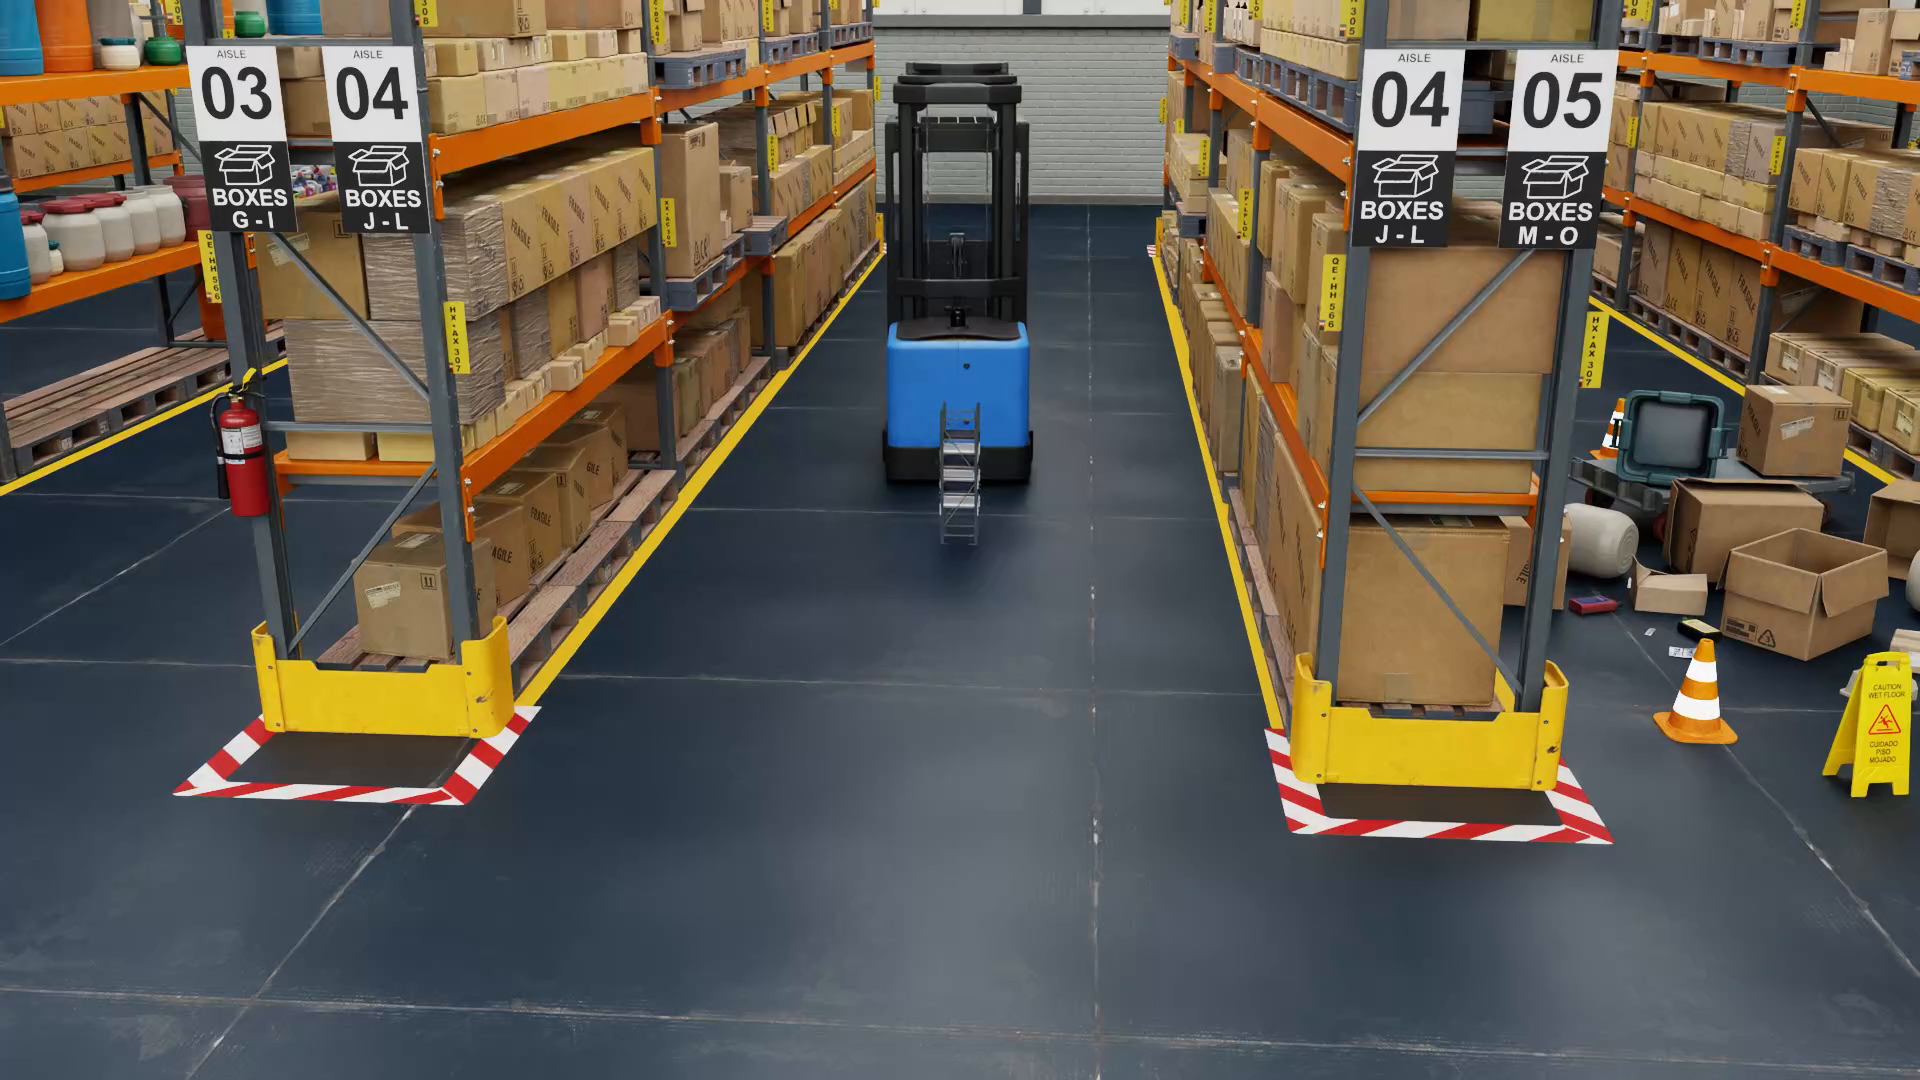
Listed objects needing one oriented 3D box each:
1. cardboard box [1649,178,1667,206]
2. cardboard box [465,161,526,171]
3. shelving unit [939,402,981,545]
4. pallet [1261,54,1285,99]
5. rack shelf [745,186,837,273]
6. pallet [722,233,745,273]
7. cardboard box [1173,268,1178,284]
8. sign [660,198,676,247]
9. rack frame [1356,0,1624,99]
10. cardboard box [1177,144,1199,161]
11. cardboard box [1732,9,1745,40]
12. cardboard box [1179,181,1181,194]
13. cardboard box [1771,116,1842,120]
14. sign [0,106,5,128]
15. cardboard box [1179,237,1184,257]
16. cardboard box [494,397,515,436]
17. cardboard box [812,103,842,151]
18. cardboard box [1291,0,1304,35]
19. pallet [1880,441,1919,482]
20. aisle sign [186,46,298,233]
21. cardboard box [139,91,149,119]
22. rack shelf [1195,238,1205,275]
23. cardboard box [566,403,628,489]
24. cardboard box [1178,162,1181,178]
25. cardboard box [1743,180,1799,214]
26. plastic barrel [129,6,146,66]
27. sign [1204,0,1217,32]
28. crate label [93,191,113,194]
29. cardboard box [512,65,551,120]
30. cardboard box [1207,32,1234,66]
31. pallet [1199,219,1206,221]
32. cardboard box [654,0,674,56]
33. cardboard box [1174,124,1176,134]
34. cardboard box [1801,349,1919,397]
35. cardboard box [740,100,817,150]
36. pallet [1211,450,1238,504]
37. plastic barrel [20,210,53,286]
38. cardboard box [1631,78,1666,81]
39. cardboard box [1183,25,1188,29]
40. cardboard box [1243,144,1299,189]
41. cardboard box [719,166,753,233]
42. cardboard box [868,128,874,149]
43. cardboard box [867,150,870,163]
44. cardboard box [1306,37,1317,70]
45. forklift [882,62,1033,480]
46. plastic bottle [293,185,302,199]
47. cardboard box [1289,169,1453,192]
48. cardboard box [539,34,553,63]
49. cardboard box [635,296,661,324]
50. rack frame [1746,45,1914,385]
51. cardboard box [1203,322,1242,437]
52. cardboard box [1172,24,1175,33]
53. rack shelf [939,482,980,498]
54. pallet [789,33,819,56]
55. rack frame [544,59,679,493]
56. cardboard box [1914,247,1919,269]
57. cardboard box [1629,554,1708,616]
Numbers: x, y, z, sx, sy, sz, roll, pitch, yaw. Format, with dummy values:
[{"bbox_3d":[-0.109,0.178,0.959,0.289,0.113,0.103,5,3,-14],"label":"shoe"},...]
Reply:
[{"bbox_3d":[7.601,-3.655,17.501,0.500,0.250,0.500,1,18,3],"label":"cardboard box"},{"bbox_3d":[-2.883,-1.974,9.885,0.500,0.500,0.500,1,18,4],"label":"cardboard box"},{"bbox_3d":[0.001,-0.430,10.791,0.258,0.900,0.210,1,18,4],"label":"shelving unit"},{"bbox_3d":[2.345,-2.742,9.798,1.003,0.211,1.213,1,18,4],"label":"pallet"},{"bbox_3d":[-2.096,-3.276,17.259,1.077,0.370,4.000,1,18,4],"label":"rack shelf"},{"bbox_3d":[-2.341,-2.290,13.402,1.003,0.211,1.213,1,18,4],"label":"pallet"},{"bbox_3d":[2.676,-3.071,19.382,0.380,0.149,0.250,2,18,5],"label":"cardboard box"},{"bbox_3d":[-1.984,-2.156,11.295,0.100,0.325,0.005,1,18,4],"label":"sign"},{"bbox_3d":[2.127,-3.221,6.301,1.000,3.000,0.127,1,18,4],"label":"rack frame"},{"bbox_3d":[2.409,-3.946,16.922,0.380,0.149,0.250,2,18,6],"label":"cardboard box"},{"bbox_3d":[7.395,-4.772,15.394,0.396,0.266,0.258,1,18,3],"label":"cardboard box"},{"bbox_3d":[2.375,-3.496,16.505,0.380,0.149,0.250,2,18,6],"label":"cardboard box"},{"bbox_3d":[8.003,-3.760,15.816,0.500,0.500,0.500,2,18,5],"label":"cardboard box"},{"bbox_3d":[-11.279,-5.000,19.506,0.100,0.325,0.005,1,18,4],"label":"sign"},{"bbox_3d":[2.671,-3.241,18.133,0.500,0.250,0.500,0,18,1],"label":"cardboard box"},{"bbox_3d":[-2.485,-0.630,8.433,0.380,0.149,0.250,1,18,4],"label":"cardboard box"},{"bbox_3d":[-1.663,-4.808,19.339,0.500,0.500,0.500,1,18,4],"label":"cardboard box"},{"bbox_3d":[1.994,-2.739,8.574,0.500,0.250,0.500,1,18,4],"label":"cardboard box"},{"bbox_3d":[7.413,-0.450,11.957,1.003,0.211,1.213,1,18,4],"label":"pallet"},{"bbox_3d":[-3.117,-1.735,7.225,0.394,0.787,0.004,1,18,4],"label":"aisle sign"},{"bbox_3d":[-11.340,-5.925,22.421,0.500,0.500,0.500,2,18,5],"label":"cardboard box"},{"bbox_3d":[2.844,-3.134,16.825,1.077,0.370,4.000,1,18,4],"label":"rack shelf"},{"bbox_3d":[-2.595,-0.643,11.407,0.500,0.500,0.500,1,18,2],"label":"cardboard box"},{"bbox_3d":[2.390,-3.721,16.712,0.380,0.149,0.250,1,18,3],"label":"cardboard box"},{"bbox_3d":[7.426,-3.098,14.998,0.500,0.250,0.500,1,18,4],"label":"cardboard box"},{"bbox_3d":[-7.508,-4.496,14.830,0.421,0.512,0.421,0,18,0],"label":"plastic barrel"},{"bbox_3d":[2.159,-4.538,14.309,0.100,0.325,0.005,1,18,4],"label":"sign"},{"bbox_3d":[-7.521,-2.821,14.660,0.502,0.435,0.616,1,18,4],"label":"crate label"},{"bbox_3d":[-2.450,-2.324,8.622,0.500,0.250,0.500,1,18,4],"label":"cardboard box"},{"bbox_3d":[2.488,-4.511,14.893,0.500,0.500,0.500,1,18,4],"label":"cardboard box"},{"bbox_3d":[2.802,-3.379,16.726,1.003,0.211,1.213,1,18,4],"label":"pallet"},{"bbox_3d":[-2.394,-3.572,11.350,0.797,0.503,0.637,0,18,1],"label":"cardboard box"},{"bbox_3d":[2.779,-4.604,19.517,0.500,0.500,0.500,1,18,2],"label":"cardboard box"},{"bbox_3d":[7.550,-1.322,13.685,0.950,0.372,0.625,1,18,3],"label":"cardboard box"},{"bbox_3d":[-1.990,-4.565,18.265,0.797,0.503,0.637,1,18,2],"label":"cardboard box"},{"bbox_3d":[2.394,-0.528,12.197,1.003,0.211,1.213,1,18,4],"label":"pallet"},{"bbox_3d":[-7.179,-2.222,12.668,0.433,0.535,0.433,0,18,0],"label":"plastic barrel"},{"bbox_3d":[8.318,-5.496,20.072,0.380,0.149,0.250,2,18,6],"label":"cardboard box"},{"bbox_3d":[2.767,-5.838,18.542,0.500,0.250,0.500,0,18,1],"label":"cardboard box"},{"bbox_3d":[2.553,-2.763,12.771,0.700,0.500,0.500,1,18,3],"label":"cardboard box"},{"bbox_3d":[-2.179,-2.900,14.120,0.700,0.500,0.500,4,19,12],"label":"cardboard box"},{"bbox_3d":[-1.436,-5.395,22.333,0.500,0.250,0.500,1,18,3],"label":"cardboard box"},{"bbox_3d":[-1.399,-5.085,22.027,0.380,0.149,0.250,1,18,4],"label":"cardboard box"},{"bbox_3d":[1.886,-2.350,8.029,0.380,0.149,0.250,1,18,3],"label":"cardboard box"},{"bbox_3d":[-0.026,-2.232,13.028,1.130,2.935,3.031,0,18,-1],"label":"forklift"},{"bbox_3d":[-6.731,-3.465,16.888,0.097,0.271,0.097,0,18,0],"label":"plastic bottle"},{"bbox_3d":[2.430,-1.909,9.958,0.875,0.550,0.550,1,18,4],"label":"cardboard box"},{"bbox_3d":[-2.458,-2.699,9.127,0.380,0.149,0.250,1,18,2],"label":"cardboard box"},{"bbox_3d":[-2.248,-1.562,11.275,0.380,0.149,0.250,1,18,4],"label":"cardboard box"},{"bbox_3d":[7.645,-2.775,14.576,1.000,3.000,0.127,1,18,4],"label":"rack frame"},{"bbox_3d":[2.442,-1.237,12.820,1.050,0.750,0.750,1,18,4],"label":"cardboard box"},{"bbox_3d":[2.945,-6.396,21.049,0.500,0.250,0.500,2,18,6],"label":"cardboard box"},{"bbox_3d":[0.001,-0.313,10.829,0.258,0.077,0.200,1,18,4],"label":"rack shelf"},{"bbox_3d":[-1.969,-5.288,17.733,0.805,0.209,1.217,1,18,2],"label":"pallet"},{"bbox_3d":[-2.526,-1.754,11.460,1.000,3.000,0.127,1,18,4],"label":"rack frame"},{"bbox_3d":[7.154,-2.021,12.002,0.380,0.149,0.250,1,18,4],"label":"cardboard box"},{"bbox_3d":[4.128,0.262,9.697,0.396,0.266,0.258,4,19,13],"label":"cardboard box"}]
